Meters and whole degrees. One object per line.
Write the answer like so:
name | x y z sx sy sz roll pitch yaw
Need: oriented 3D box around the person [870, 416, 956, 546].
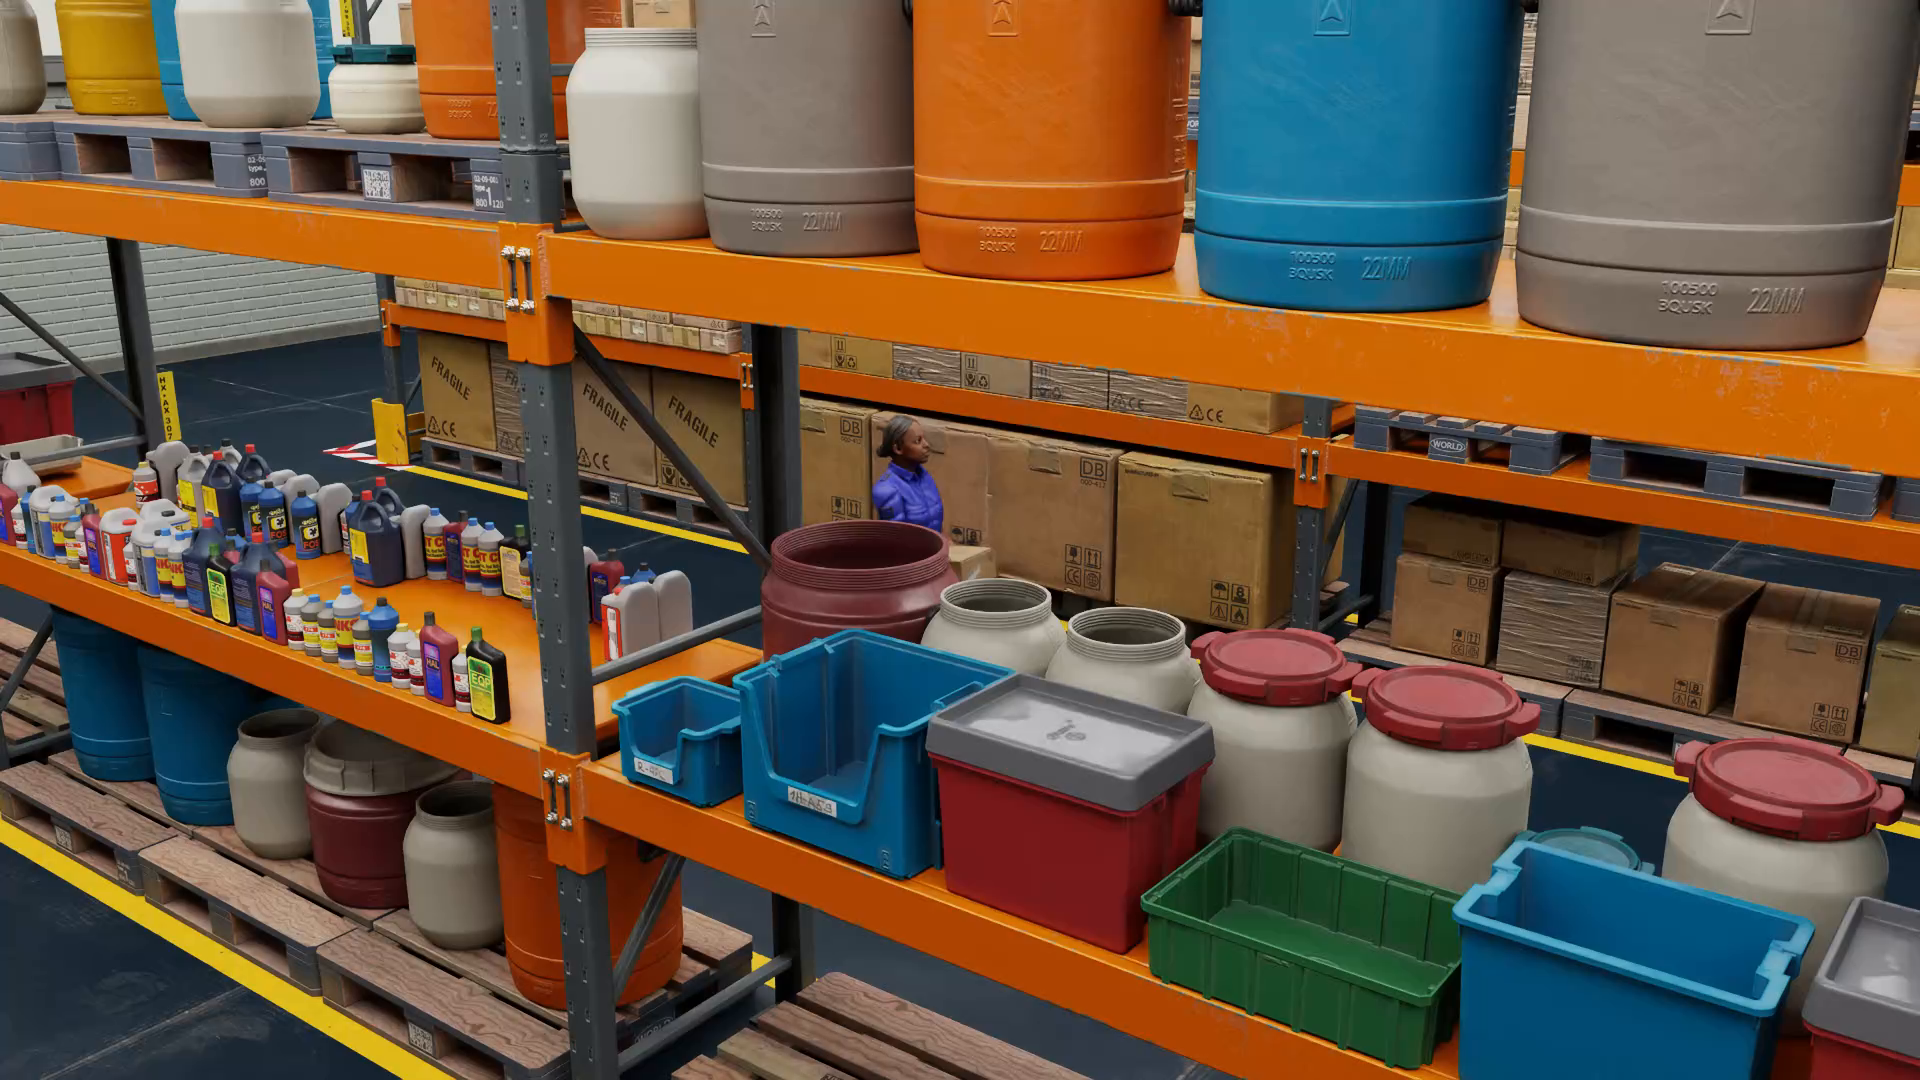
person | -0.154 0.255 7.697 0.503 1.656 0.482 8 18 24
